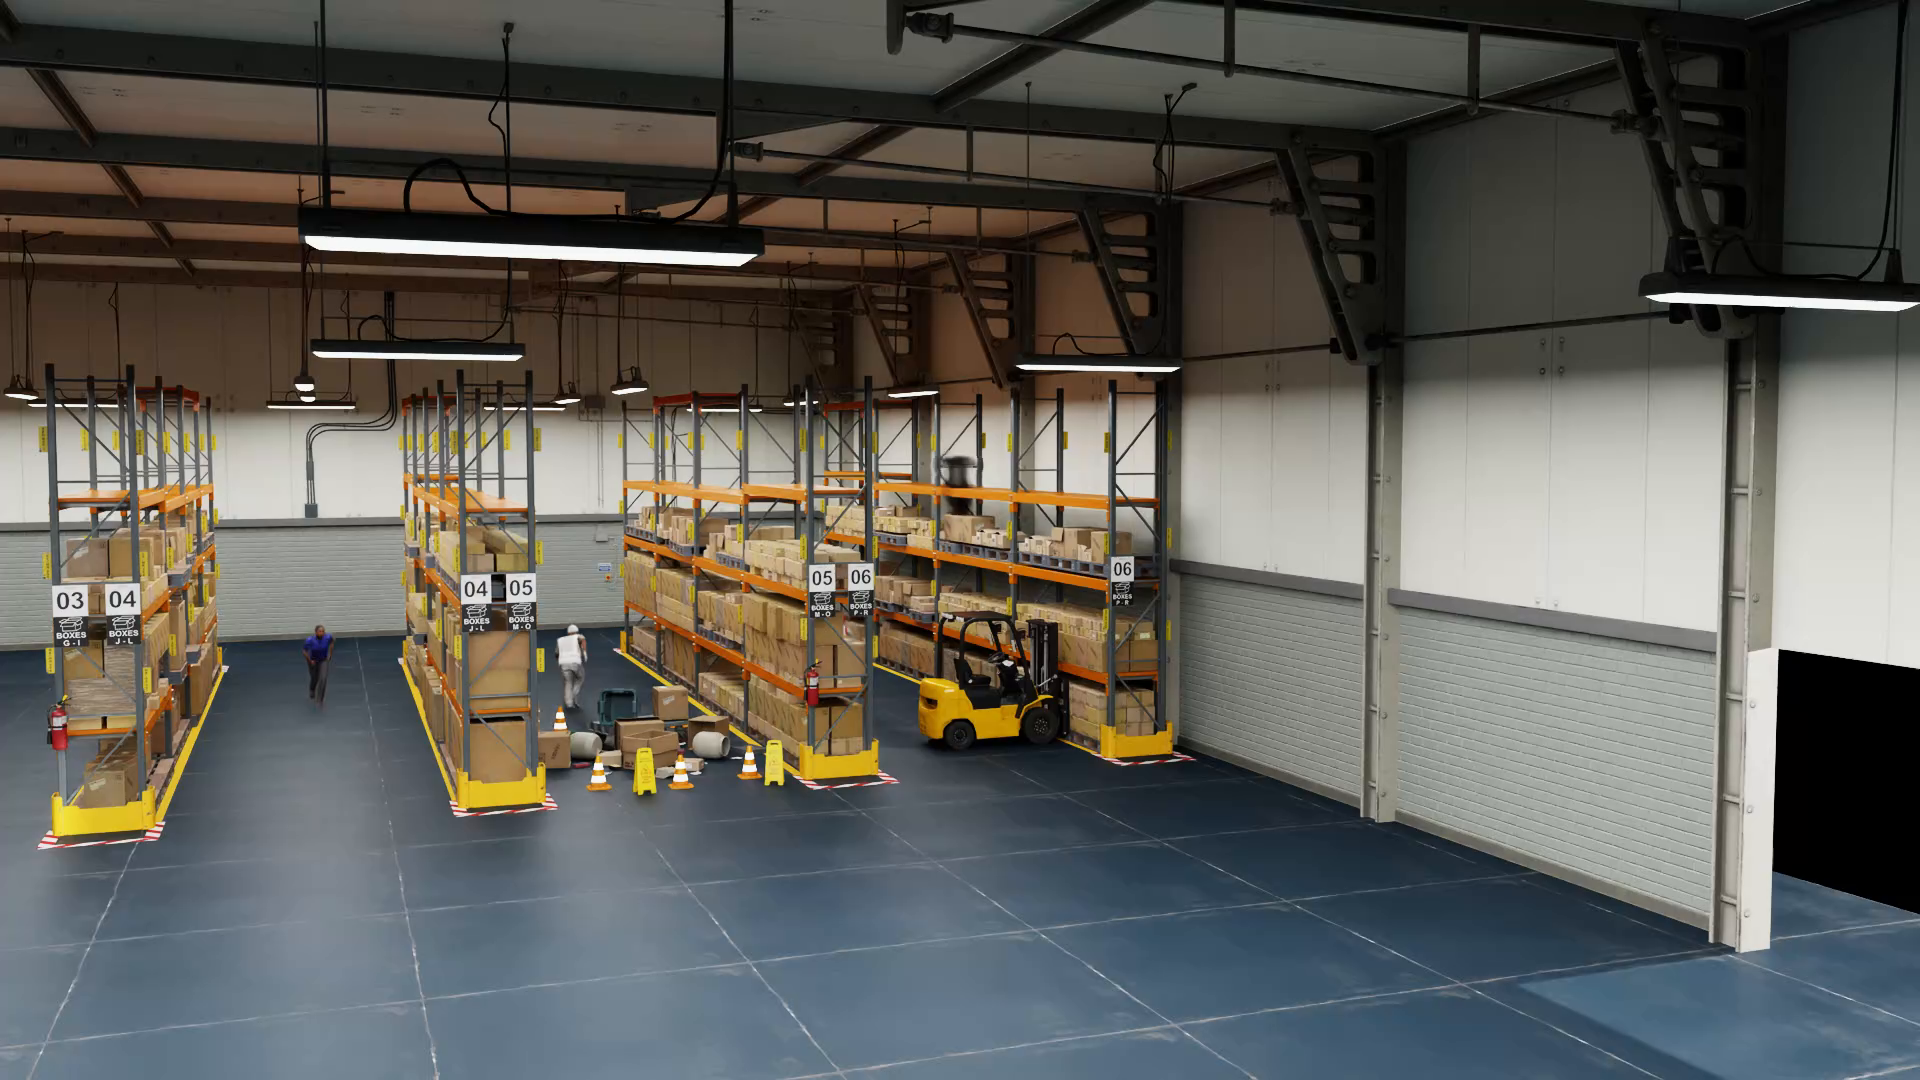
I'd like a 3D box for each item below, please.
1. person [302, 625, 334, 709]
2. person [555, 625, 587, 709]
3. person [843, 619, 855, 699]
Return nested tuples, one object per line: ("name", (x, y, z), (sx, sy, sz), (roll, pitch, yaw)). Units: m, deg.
("person", (-12.235, 2.390, 31.660), (0.595, 1.603, 0.937), (-2, 4, -34))
("person", (-7.323, 2.389, 31.257), (0.679, 1.485, 1.179), (0, 3, -2))
("person", (-2.328, 2.275, 31.824), (0.656, 1.761, 0.684), (-1, 4, -20))
